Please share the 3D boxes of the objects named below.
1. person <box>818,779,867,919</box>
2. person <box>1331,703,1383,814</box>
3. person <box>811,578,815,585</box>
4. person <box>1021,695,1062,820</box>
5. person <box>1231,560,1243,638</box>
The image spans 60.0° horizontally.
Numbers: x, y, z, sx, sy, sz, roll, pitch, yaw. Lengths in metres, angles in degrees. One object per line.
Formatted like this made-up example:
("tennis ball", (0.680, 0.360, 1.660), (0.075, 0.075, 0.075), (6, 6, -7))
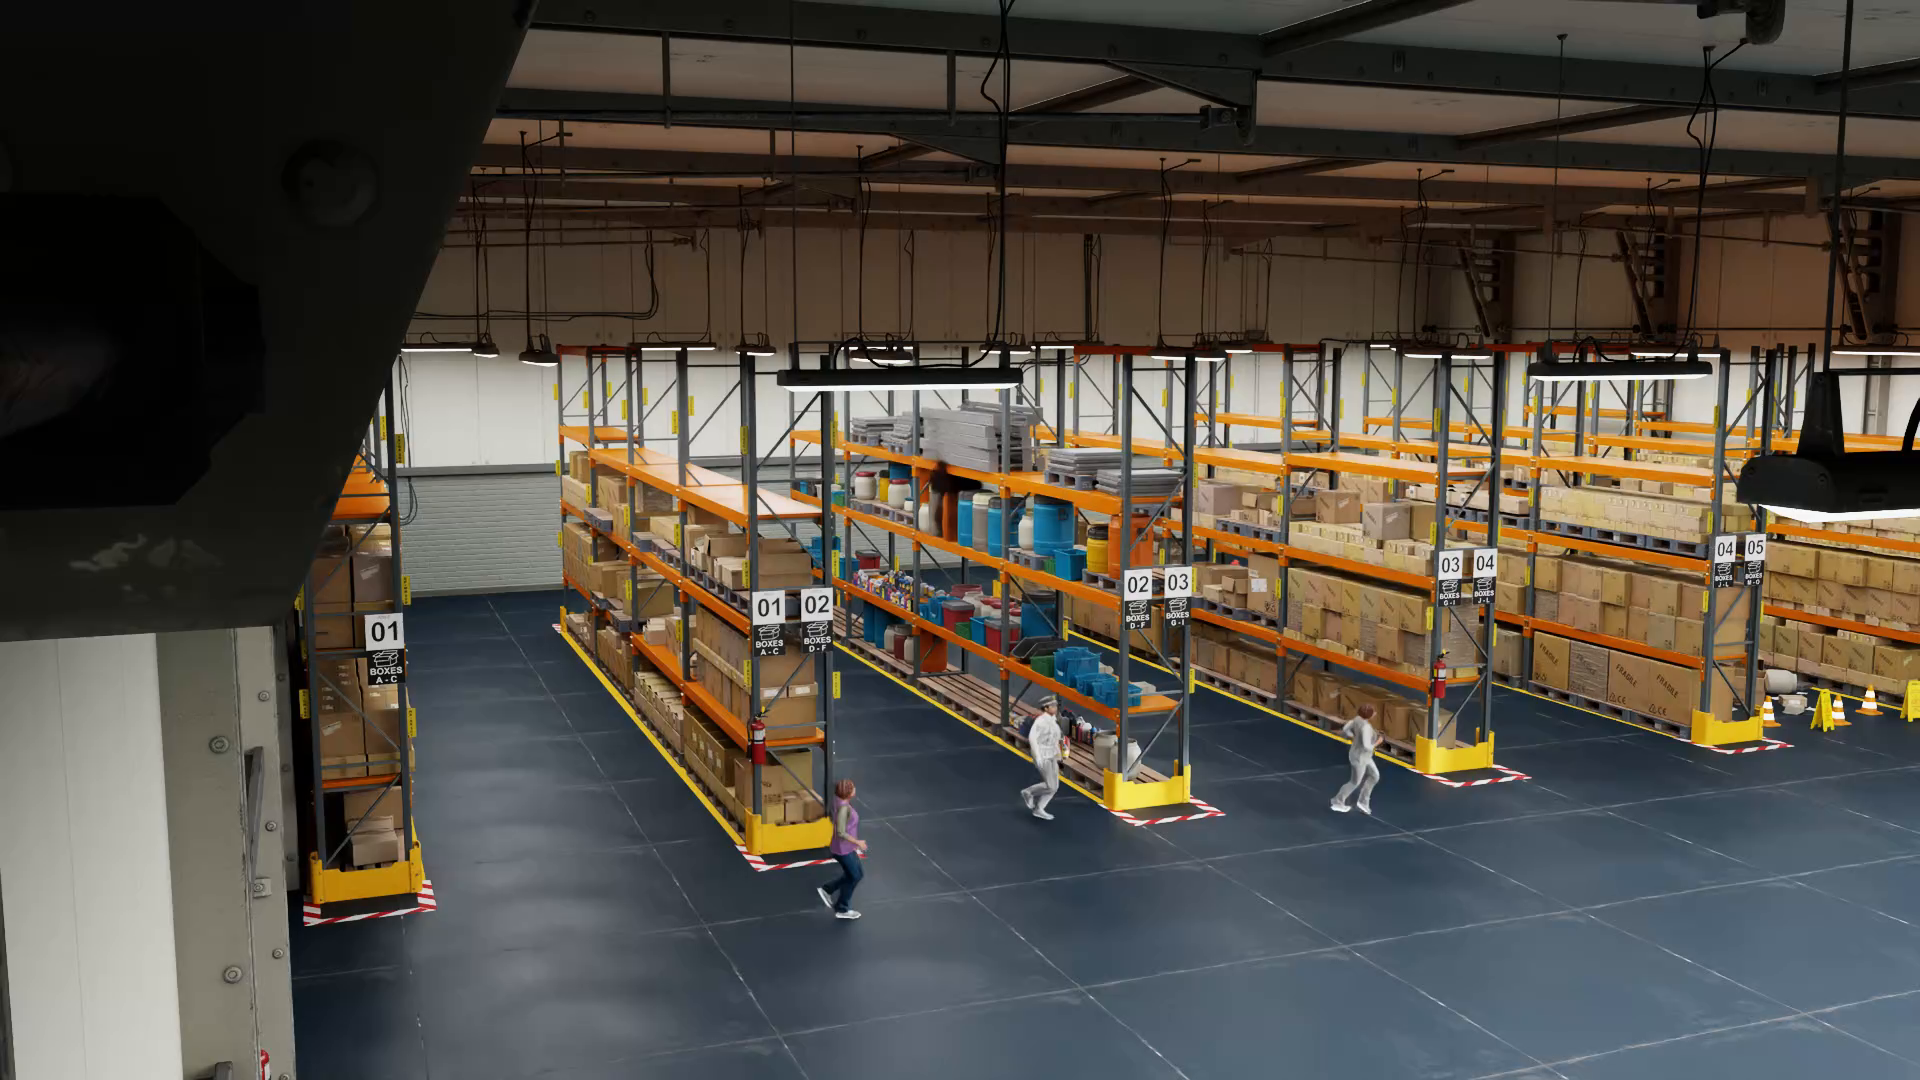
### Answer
("person", (-1.261, 3.315, 17.787), (0.545, 1.562, 0.560), (0, 7, -2))
("person", (5.134, 2.840, 21.497), (0.629, 1.572, 0.648), (1, 7, 10))
("person", (-2.818, 1.528, 31.289), (0.582, 1.717, 0.777), (-1, 7, -8))
("person", (1.045, 2.796, 21.545), (0.513, 1.639, 0.657), (4, 8, 29))
("person", (5.478, 1.270, 32.912), (0.653, 1.766, 0.770), (-2, 7, -14))
